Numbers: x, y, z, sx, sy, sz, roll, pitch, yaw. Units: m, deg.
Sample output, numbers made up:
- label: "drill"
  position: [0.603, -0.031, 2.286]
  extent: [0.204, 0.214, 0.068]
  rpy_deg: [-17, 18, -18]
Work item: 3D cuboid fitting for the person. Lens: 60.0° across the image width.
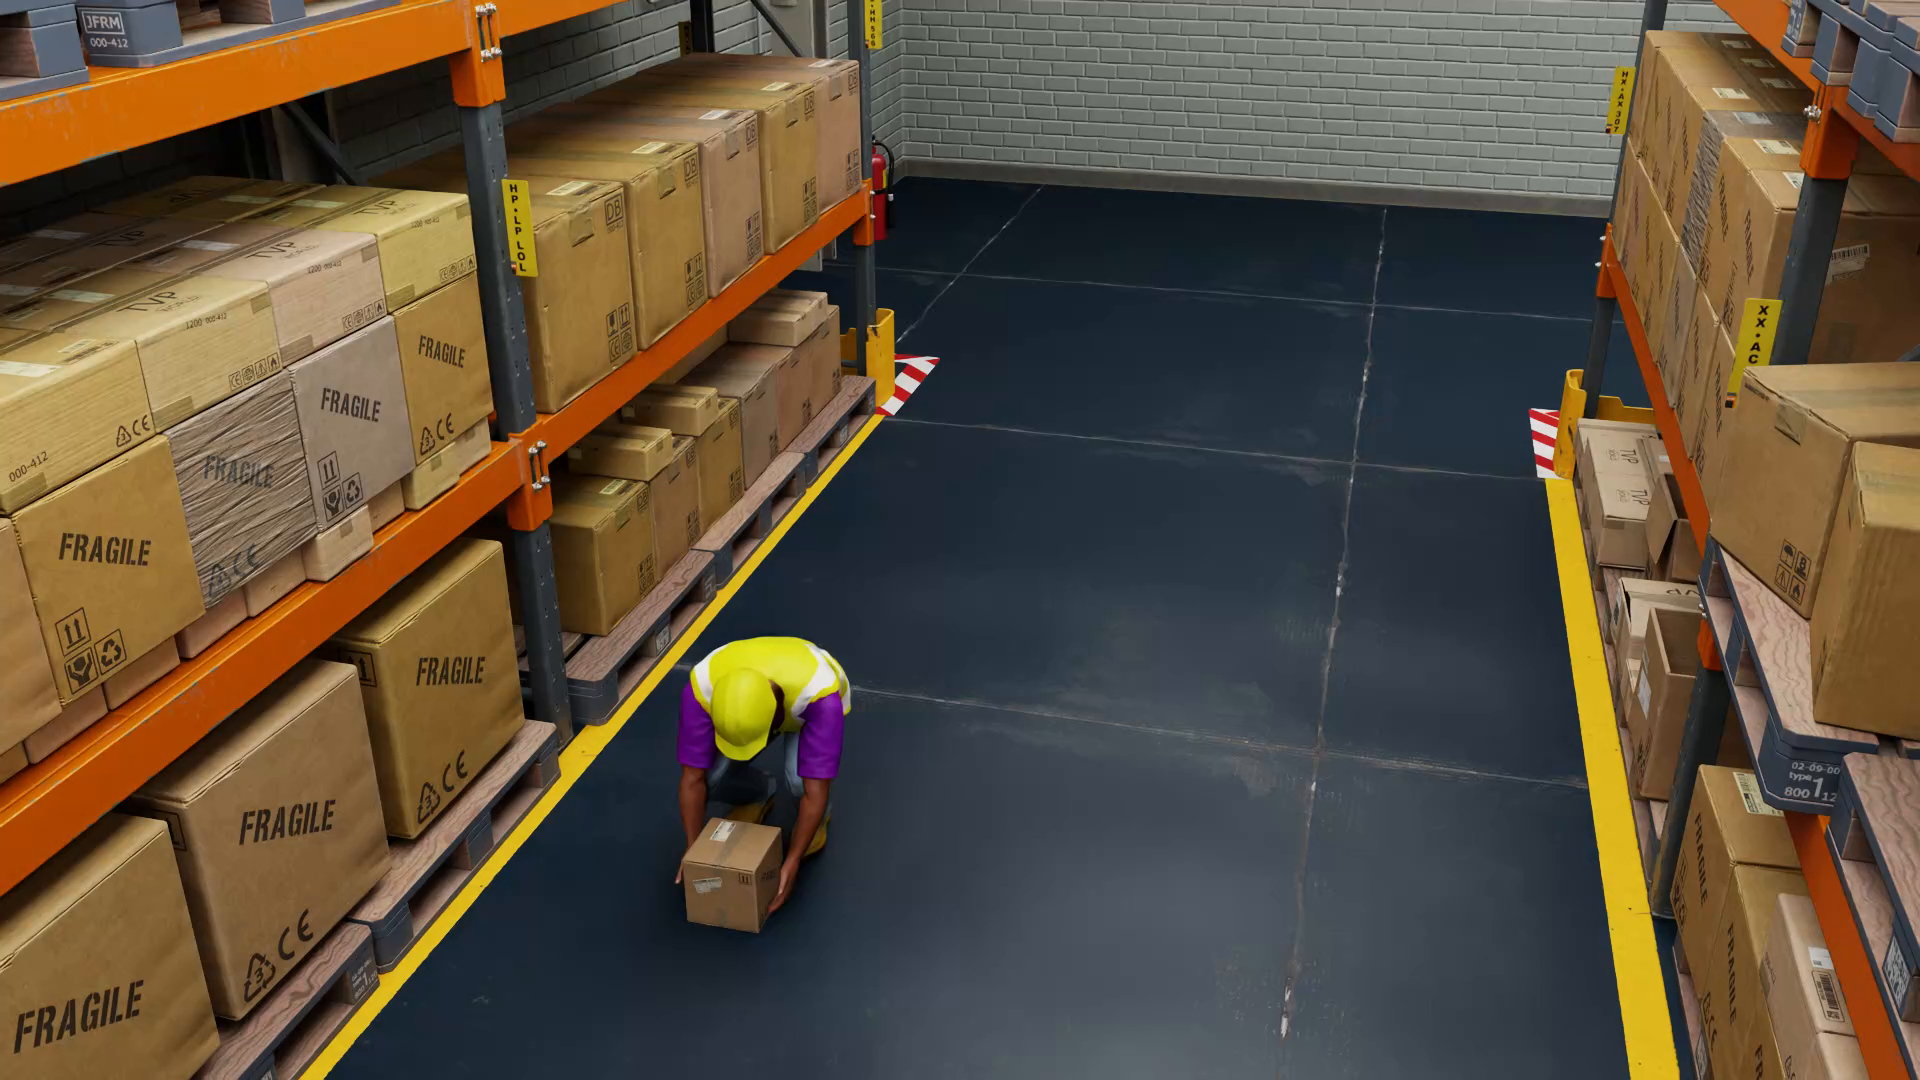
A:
- label: "person"
  position: [-0.629, 0.679, 5.658]
  extent: [0.567, 0.903, 0.896]
  rpy_deg: [6, 26, 13]
